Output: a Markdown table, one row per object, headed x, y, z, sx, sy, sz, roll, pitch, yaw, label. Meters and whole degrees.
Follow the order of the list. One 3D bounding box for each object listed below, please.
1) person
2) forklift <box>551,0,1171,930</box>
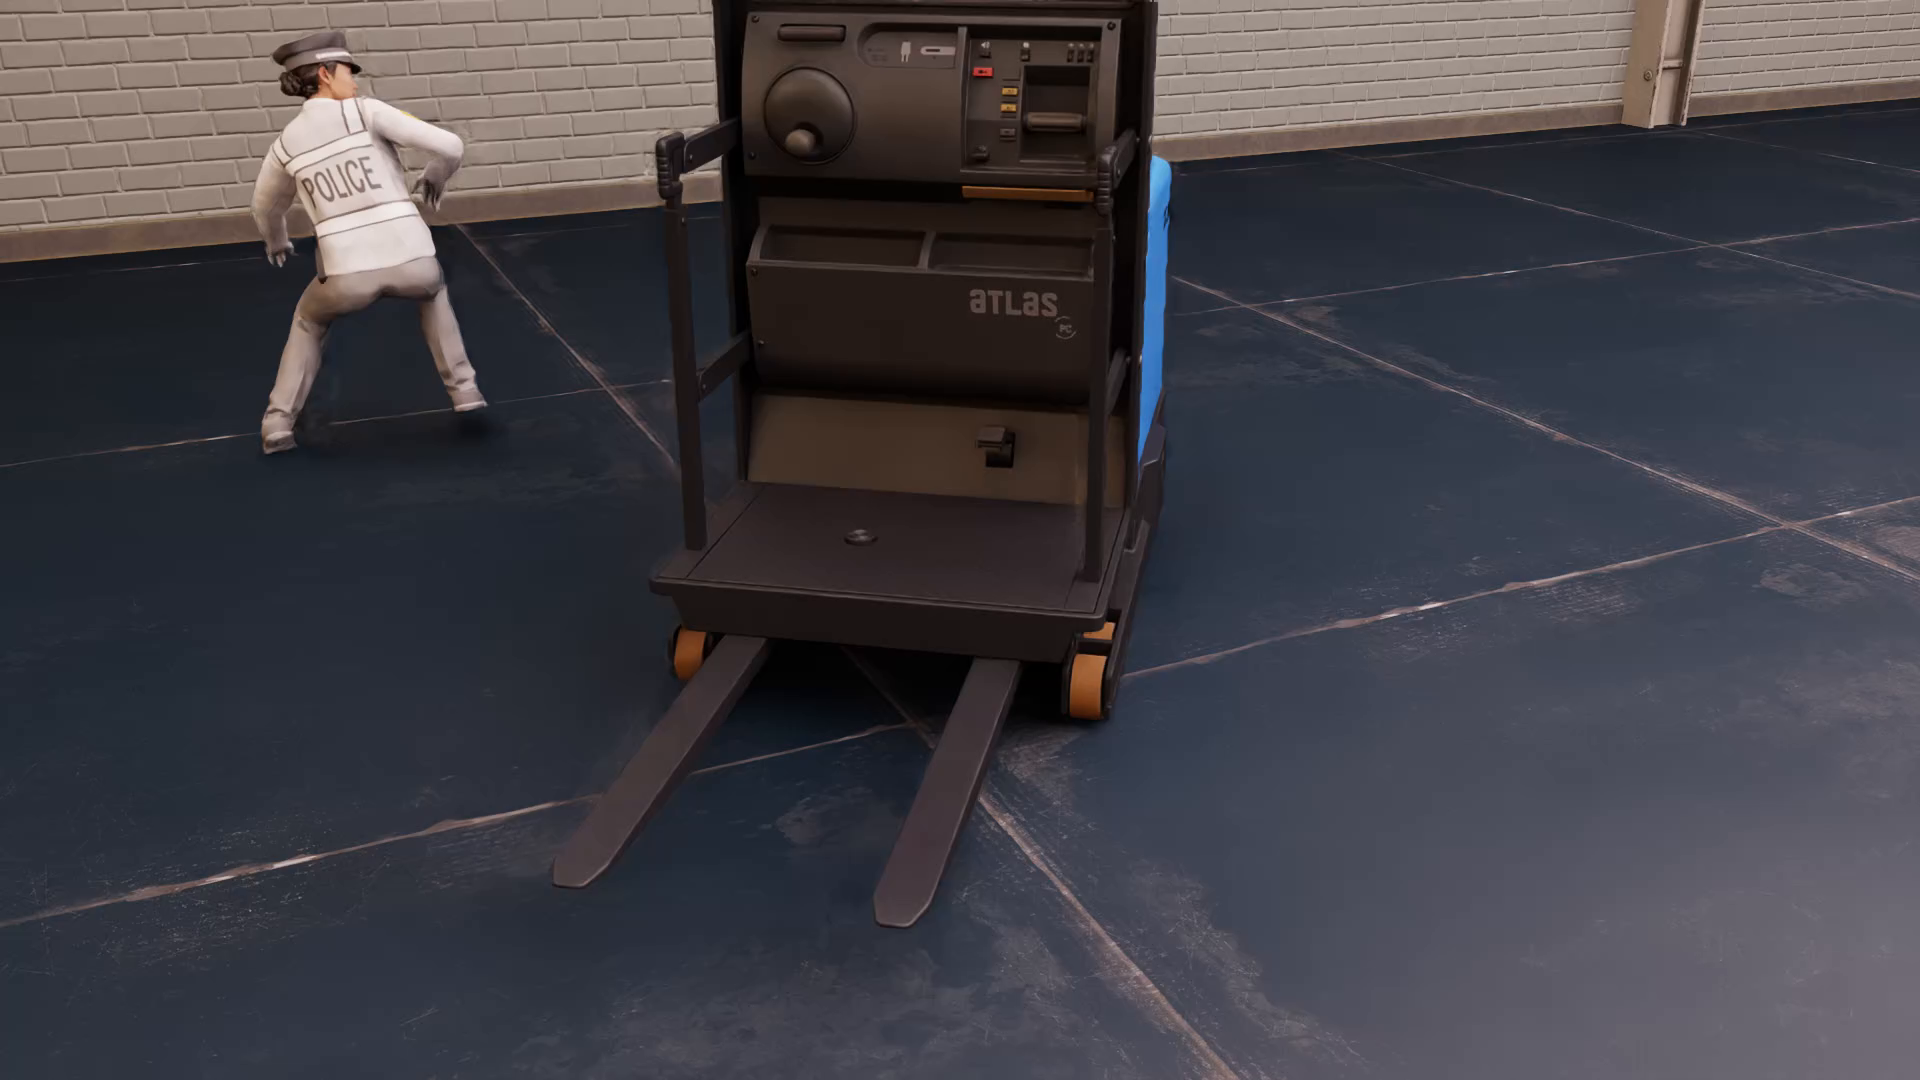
| x | y | z | sx | sy | sz | roll | pitch | yaw | label |
| --- | --- | --- | --- | --- | --- | --- | --- | --- | --- |
| -2.090 | -1.007 | 5.745 | 0.805 | 1.450 | 0.787 | -6 | 23 | -14 | person |
| -0.118 | -1.067 | 3.854 | 1.130 | 2.935 | 3.031 | 4 | 23 | 10 | forklift |
